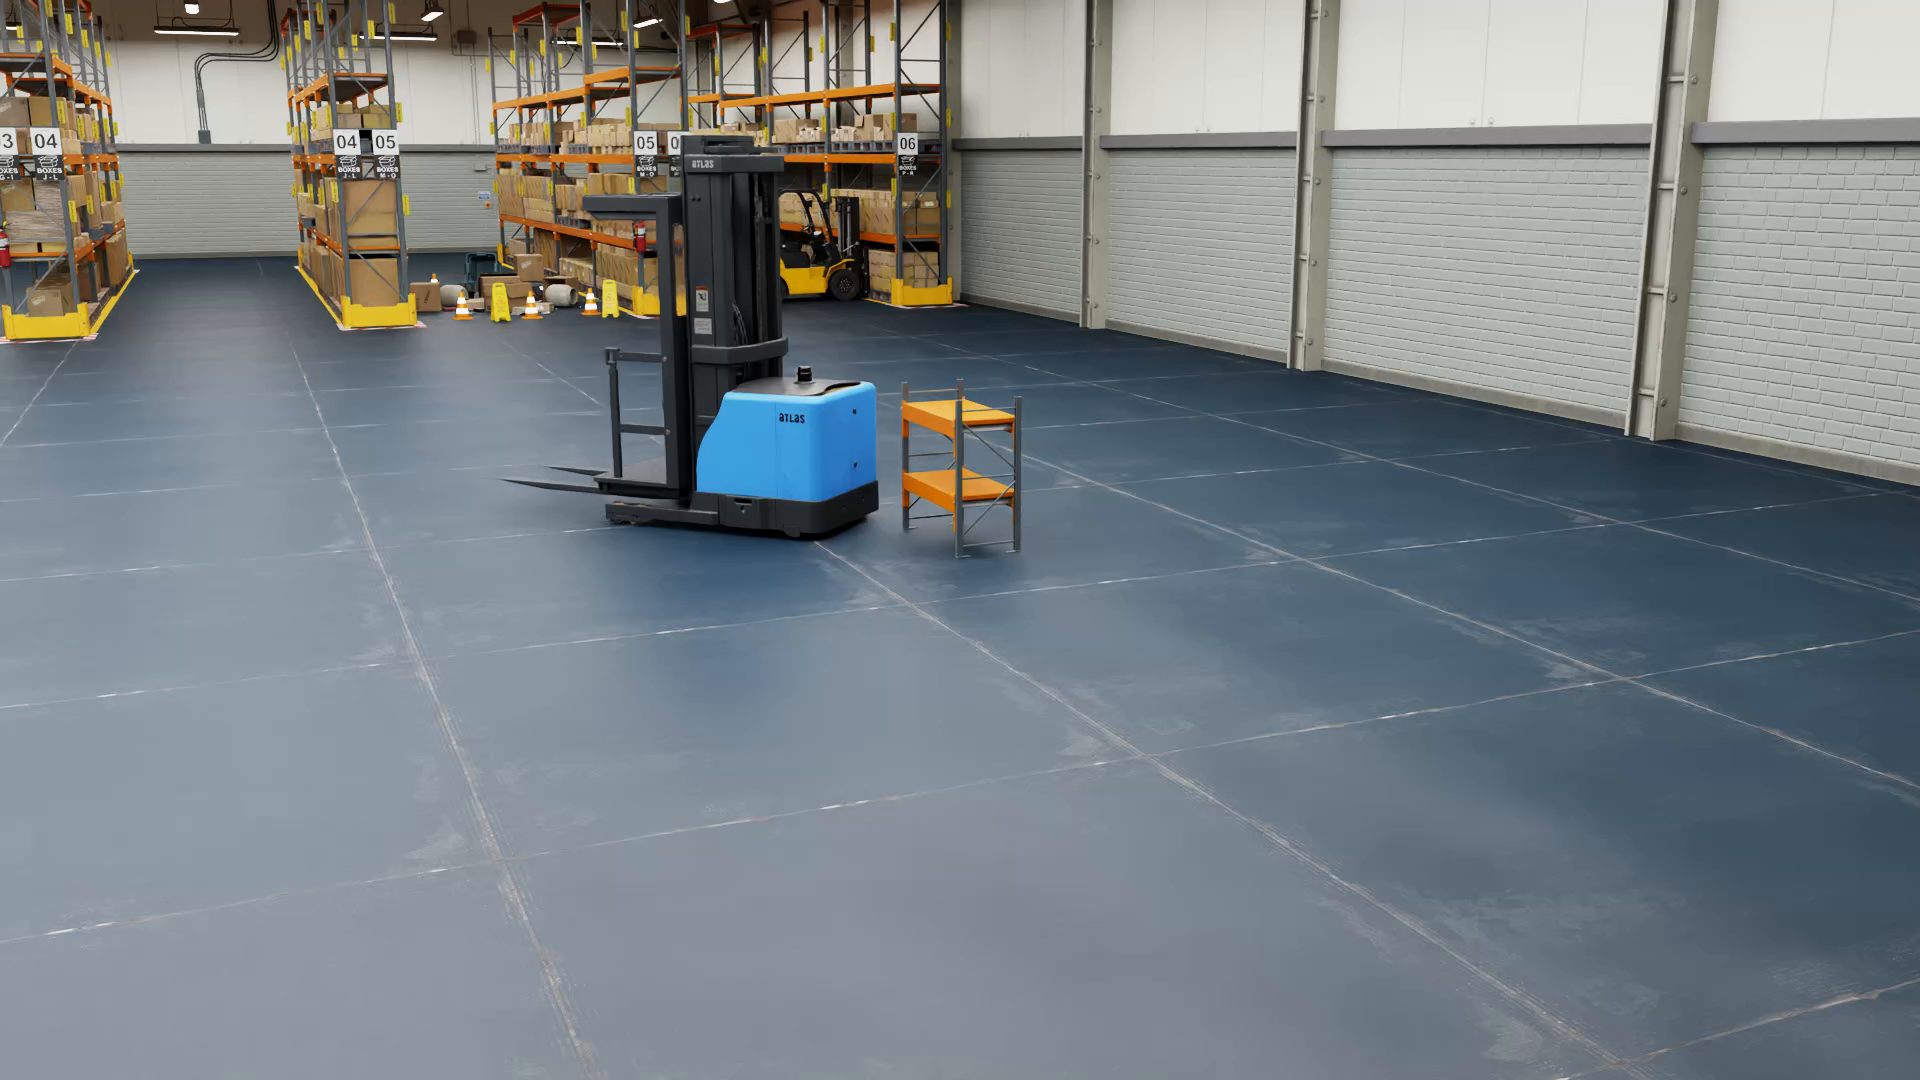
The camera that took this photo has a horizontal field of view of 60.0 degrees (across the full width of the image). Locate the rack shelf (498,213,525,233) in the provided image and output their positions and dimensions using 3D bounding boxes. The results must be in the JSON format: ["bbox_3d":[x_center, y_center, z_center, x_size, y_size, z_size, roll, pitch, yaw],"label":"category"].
[{"bbox_3d":[-10.892,-8.100,42.310,1.077,0.370,4.000,-6,14,-23],"label":"rack shelf"}]

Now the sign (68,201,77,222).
[{"bbox_3d":[-13.867,-5.134,25.979,0.100,0.325,0.005,-6,14,-23],"label":"sign"}]

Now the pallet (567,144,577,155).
[{"bbox_3d":[-7.454,-8.105,34.503,1.213,0.211,1.003,-6,14,-23],"label":"pallet"}]

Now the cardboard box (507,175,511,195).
[{"bbox_3d":[-11.135,-8.960,41.991,0.500,0.500,0.500,-6,14,-23],"label":"cardboard box"}]

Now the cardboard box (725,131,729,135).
[{"bbox_3d":[-5.592,-10.017,41.091,0.380,0.149,0.250,-6,14,-24],"label":"cardboard box"}]

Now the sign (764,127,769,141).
[{"bbox_3d":[-4.440,-9.325,38.207,0.100,0.325,0.005,-6,14,-23],"label":"sign"}]

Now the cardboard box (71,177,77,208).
[{"bbox_3d":[-14.529,-5.586,26.753,0.500,0.500,0.500,-6,14,-23],"label":"cardboard box"}]

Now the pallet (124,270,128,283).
[{"bbox_3d":[-19.404,-5.948,37.600,1.003,0.211,1.213,-6,14,-23],"label":"pallet"}]

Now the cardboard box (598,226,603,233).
[{"bbox_3d":[-6.905,-6.120,32.719,0.380,0.149,0.250,-5,14,-21],"label":"cardboard box"}]

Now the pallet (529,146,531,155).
[{"bbox_3d":[-9.679,-9.220,39.328,0.805,0.209,1.217,-6,14,-25],"label":"pallet"}]

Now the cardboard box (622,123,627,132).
[{"bbox_3d":[-5.877,-7.436,29.985,0.380,0.149,0.250,-6,14,-24],"label":"cardboard box"}]

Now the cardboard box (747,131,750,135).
[{"bbox_3d":[-4.871,-9.700,39.763,0.380,0.149,0.250,-6,14,-23],"label":"cardboard box"}]

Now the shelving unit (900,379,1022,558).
[{"bbox_3d":[-0.003,-0.549,12.249,0.538,1.125,1.048,-6,14,-23],"label":"shelving unit"}]

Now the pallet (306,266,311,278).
[{"bbox_3d":[-14.888,-6.346,39.322,1.003,0.211,1.213,-6,14,-23],"label":"pallet"}]

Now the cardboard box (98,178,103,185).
[{"bbox_3d":[-18.908,-7.548,35.885,0.797,0.503,0.637,-6,14,-24],"label":"cardboard box"}]

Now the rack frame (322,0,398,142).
[{"bbox_3d":[-9.779,-8.013,27.033,1.000,3.000,0.127,-6,14,-23],"label":"rack frame"}]

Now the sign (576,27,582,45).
[{"bbox_3d":[-7.393,-9.788,32.281,0.100,0.325,0.005,-6,14,-23],"label":"sign"}]

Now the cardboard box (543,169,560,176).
[{"bbox_3d":[-9.980,-8.978,40.630,0.380,0.149,0.250,-6,14,-24],"label":"cardboard box"}]

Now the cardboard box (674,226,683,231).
[{"bbox_3d":[-5.220,-5.875,30.218,0.500,0.500,0.500,-6,14,-24],"label":"cardboard box"}]

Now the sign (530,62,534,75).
[{"bbox_3d":[-11.190,-12.326,43.423,0.100,0.325,0.005,-6,14,-23],"label":"sign"}]

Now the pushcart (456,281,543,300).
[{"bbox_3d":[-8.956,-4.891,32.664,1.648,0.377,0.936,-12,18,-42],"label":"pushcart"}]

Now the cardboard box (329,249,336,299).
[{"bbox_3d":[-11.194,-4.950,30.884,0.875,0.875,0.875,-5,14,-22],"label":"cardboard box"}]

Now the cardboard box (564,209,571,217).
[{"bbox_3d":[-8.288,-7.028,35.710,0.380,0.149,0.250,-6,14,-23],"label":"cardboard box"}]

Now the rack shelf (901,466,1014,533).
[{"bbox_3d":[-0.003,-0.311,12.304,0.538,0.278,1.000,-6,14,-23],"label":"rack shelf"}]

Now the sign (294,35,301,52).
[{"bbox_3d":[-13.477,-10.108,33.840,0.100,0.325,0.005,-6,14,-23],"label":"sign"}]

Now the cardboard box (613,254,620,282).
[{"bbox_3d":[-6.252,-5.143,31.441,0.500,0.500,0.500,-6,14,-24],"label":"cardboard box"}]

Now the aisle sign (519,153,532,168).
[{"bbox_3d":[-11.438,-10.173,43.907,0.394,0.787,0.004,-6,14,-23],"label":"aisle sign"}]

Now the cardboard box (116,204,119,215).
[{"bbox_3d":[-19.527,-7.544,37.987,0.500,0.250,0.500,-5,14,-22],"label":"cardboard box"}]

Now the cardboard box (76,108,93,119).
[{"bbox_3d":[-19.542,-9.466,36.926,0.500,0.250,0.500,-7,15,-27],"label":"cardboard box"}]

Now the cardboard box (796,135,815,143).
[{"bbox_3d":[-3.368,-8.785,36.426,0.380,0.149,0.250,-6,14,-24],"label":"cardboard box"}]

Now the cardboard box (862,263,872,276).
[{"bbox_3d":[-1.636,-5.397,33.096,0.500,0.250,0.500,-6,14,-24],"label":"cardboard box"}]

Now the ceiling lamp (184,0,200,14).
[{"bbox_3d":[-16.312,-12.985,35.572,0.800,3.185,2.000,-6,14,-23],"label":"ceiling lamp"}]

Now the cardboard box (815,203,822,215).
[{"bbox_3d":[-2.771,-7.082,35.542,0.500,0.250,0.500,-6,14,-24],"label":"cardboard box"}]

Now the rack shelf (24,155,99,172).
[{"bbox_3d":[-16.768,-7.013,30.963,1.077,0.370,4.000,-6,14,-23],"label":"rack shelf"}]

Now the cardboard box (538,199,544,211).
[{"bbox_3d":[-9.348,-7.668,38.072,0.500,0.250,0.500,-6,14,-24],"label":"cardboard box"}]

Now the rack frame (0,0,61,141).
[{"bbox_3d":[-14.364,-7.586,25.188,1.000,3.000,0.127,-6,14,-23],"label":"rack frame"}]

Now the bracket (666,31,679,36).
[{"bbox_3d":[-9.012,-15.258,50.357,0.076,0.066,5.218,-6,14,-23],"label":"bracket"}]

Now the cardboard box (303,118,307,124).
[{"bbox_3d":[-13.918,-8.950,35.815,0.396,0.266,0.258,-6,14,-23],"label":"cardboard box"}]

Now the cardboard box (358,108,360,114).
[{"bbox_3d":[-10.536,-7.641,29.716,0.380,0.149,0.250,-6,14,-23],"label":"cardboard box"}]

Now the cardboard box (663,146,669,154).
[{"bbox_3d":[-5.120,-6.995,29.845,0.380,0.149,0.250,-6,14,-23],"label":"cardboard box"}]

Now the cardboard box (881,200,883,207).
[{"bbox_3d":[-1.311,-6.527,32.260,0.380,0.149,0.250,-5,14,-22],"label":"cardboard box"}]

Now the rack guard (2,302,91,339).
[{"bbox_3d":[-14.395,-3.461,26.214,1.175,0.500,0.348,-6,14,-23],"label":"rack guard"}]

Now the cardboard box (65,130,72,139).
[{"bbox_3d":[-15.039,-6.759,27.717,0.380,0.149,0.250,-5,14,-20],"label":"cardboard box"}]

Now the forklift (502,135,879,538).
[{"bbox_3d":[-2.205,-1.640,12.955,3.031,2.935,1.130,5,14,22],"label":"forklift"}]

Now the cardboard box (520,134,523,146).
[{"bbox_3d":[-10.211,-9.503,39.490,0.396,0.266,0.258,-6,14,-23],"label":"cardboard box"}]

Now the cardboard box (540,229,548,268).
[{"bbox_3d":[-9.400,-6.900,39.311,0.875,0.875,0.875,-5,14,-21],"label":"cardboard box"}]
